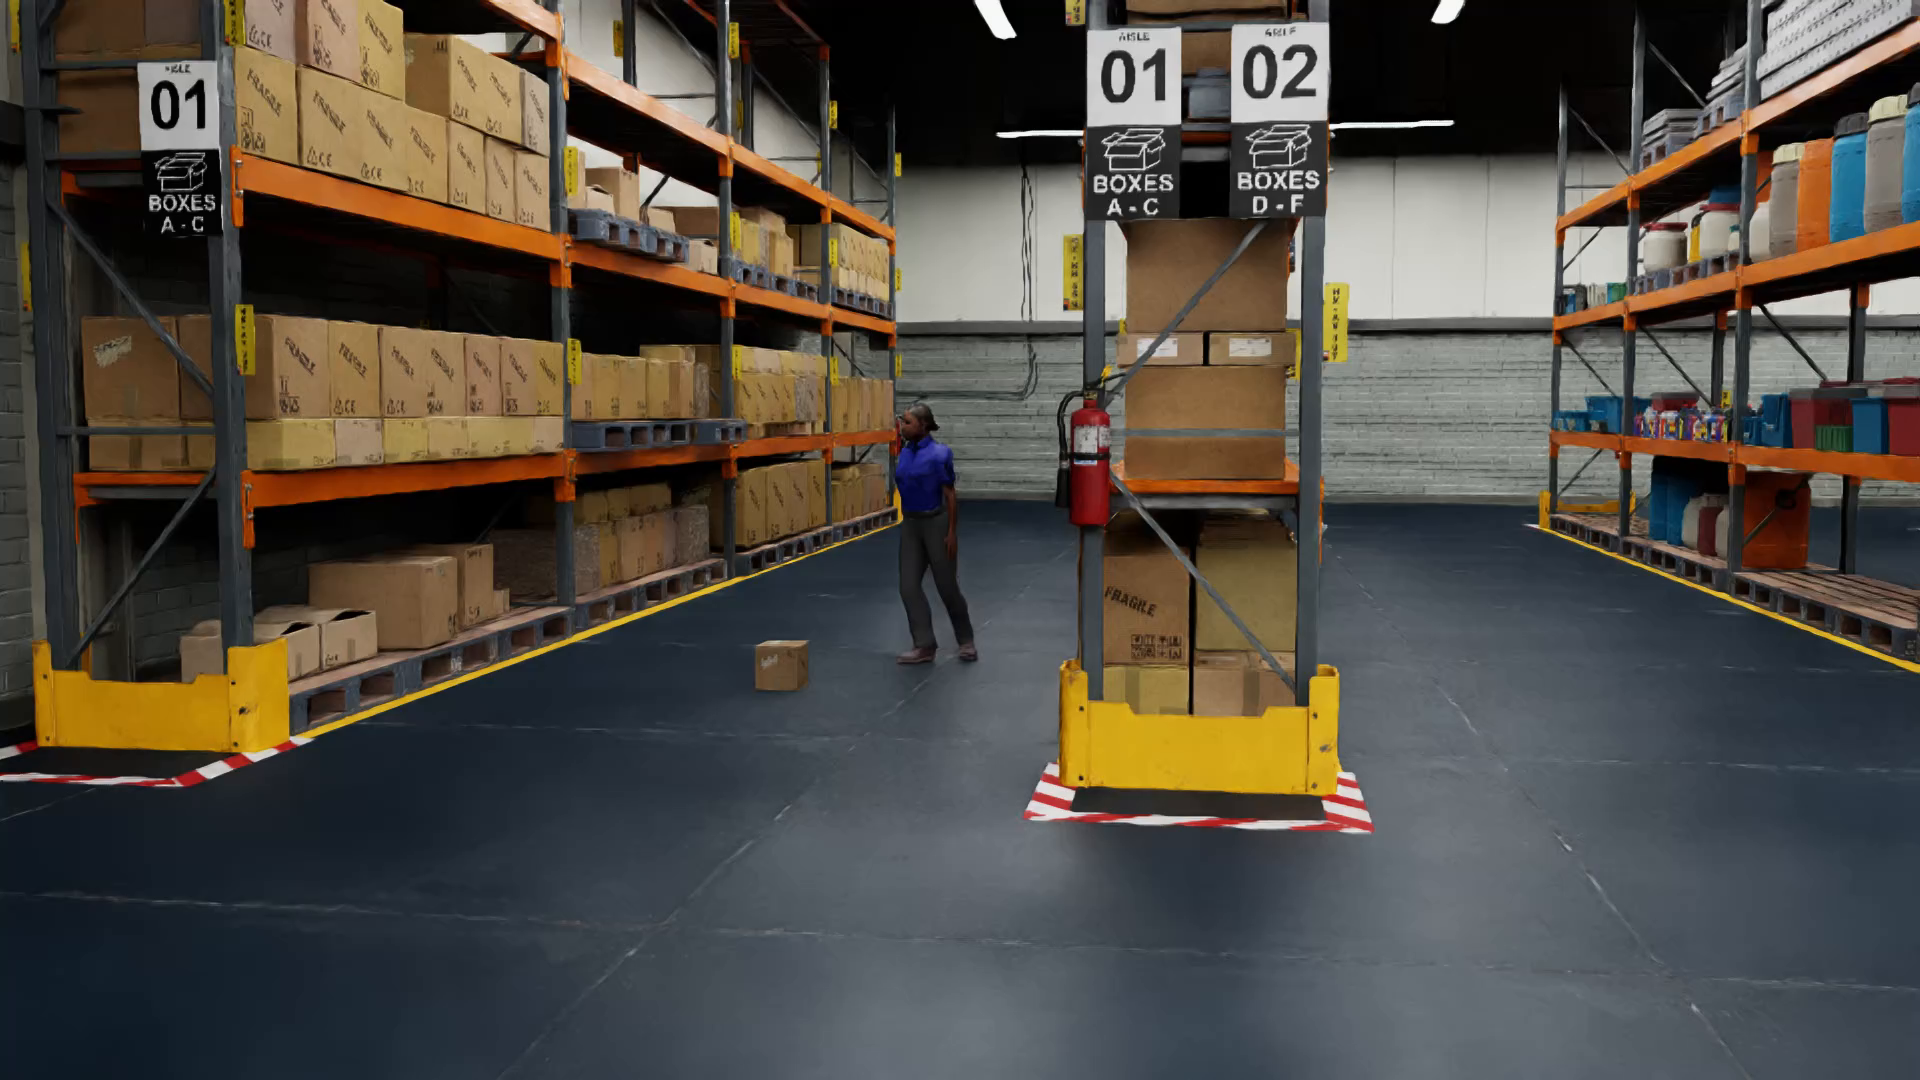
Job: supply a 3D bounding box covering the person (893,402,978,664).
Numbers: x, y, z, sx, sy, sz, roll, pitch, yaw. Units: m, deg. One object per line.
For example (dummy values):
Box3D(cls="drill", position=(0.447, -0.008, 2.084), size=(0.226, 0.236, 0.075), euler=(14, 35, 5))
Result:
Box3D(cls="person", position=(-0.152, -0.051, 10.583), size=(0.499, 1.648, 0.537), euler=(4, 6, 41))
